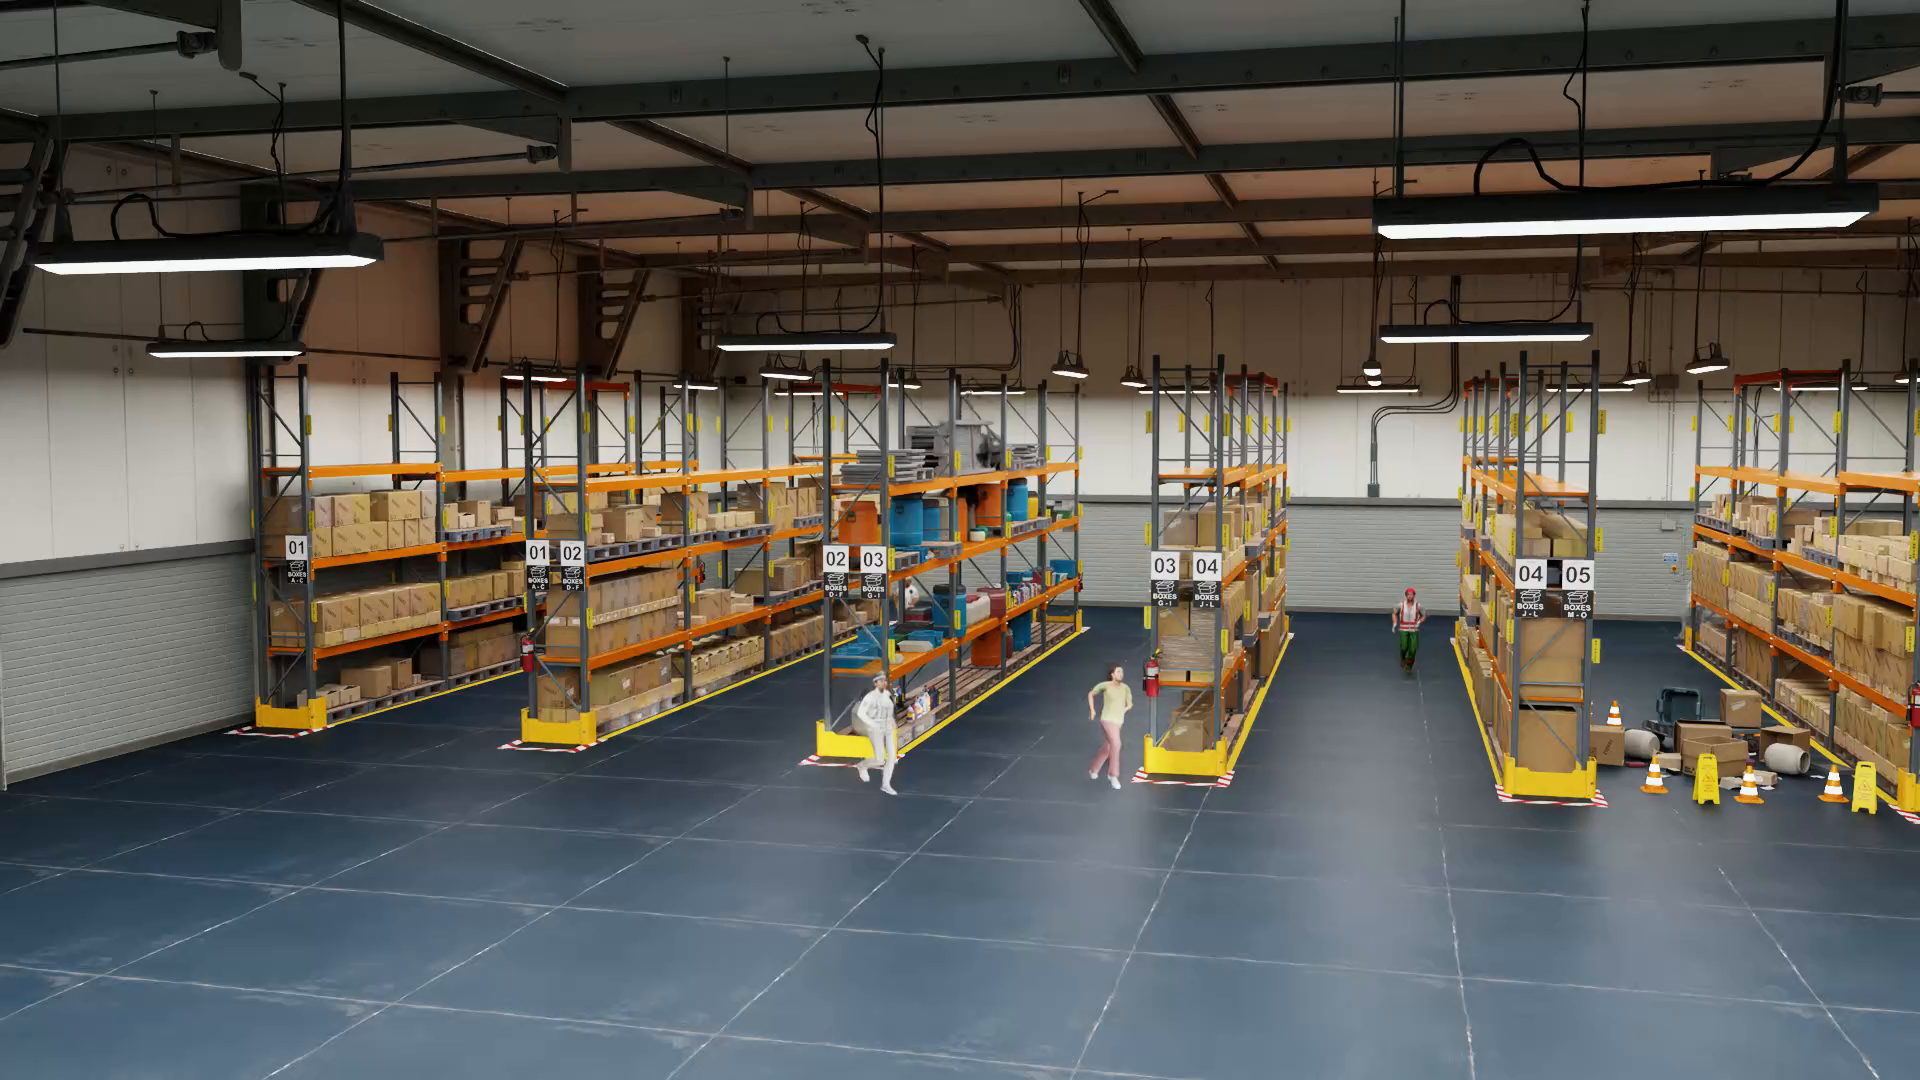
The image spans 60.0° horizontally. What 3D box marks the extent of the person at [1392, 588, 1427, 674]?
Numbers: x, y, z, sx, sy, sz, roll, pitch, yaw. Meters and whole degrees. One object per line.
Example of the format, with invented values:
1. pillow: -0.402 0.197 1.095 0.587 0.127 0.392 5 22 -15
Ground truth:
1. person: 9.019 1.836 33.371 0.664 1.745 0.583 1 4 13

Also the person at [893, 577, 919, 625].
1. person: -1.210 1.593 37.480 0.559 1.630 0.640 0 4 -2

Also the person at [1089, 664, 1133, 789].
1. person: 2.159 2.565 23.211 0.577 1.664 0.814 -2 4 -28

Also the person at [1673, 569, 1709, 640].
1. person: 16.868 1.460 38.285 0.916 1.755 0.742 4 5 43

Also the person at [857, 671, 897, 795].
1. person: -1.115 2.613 22.729 0.633 1.686 0.704 -4 5 -43
